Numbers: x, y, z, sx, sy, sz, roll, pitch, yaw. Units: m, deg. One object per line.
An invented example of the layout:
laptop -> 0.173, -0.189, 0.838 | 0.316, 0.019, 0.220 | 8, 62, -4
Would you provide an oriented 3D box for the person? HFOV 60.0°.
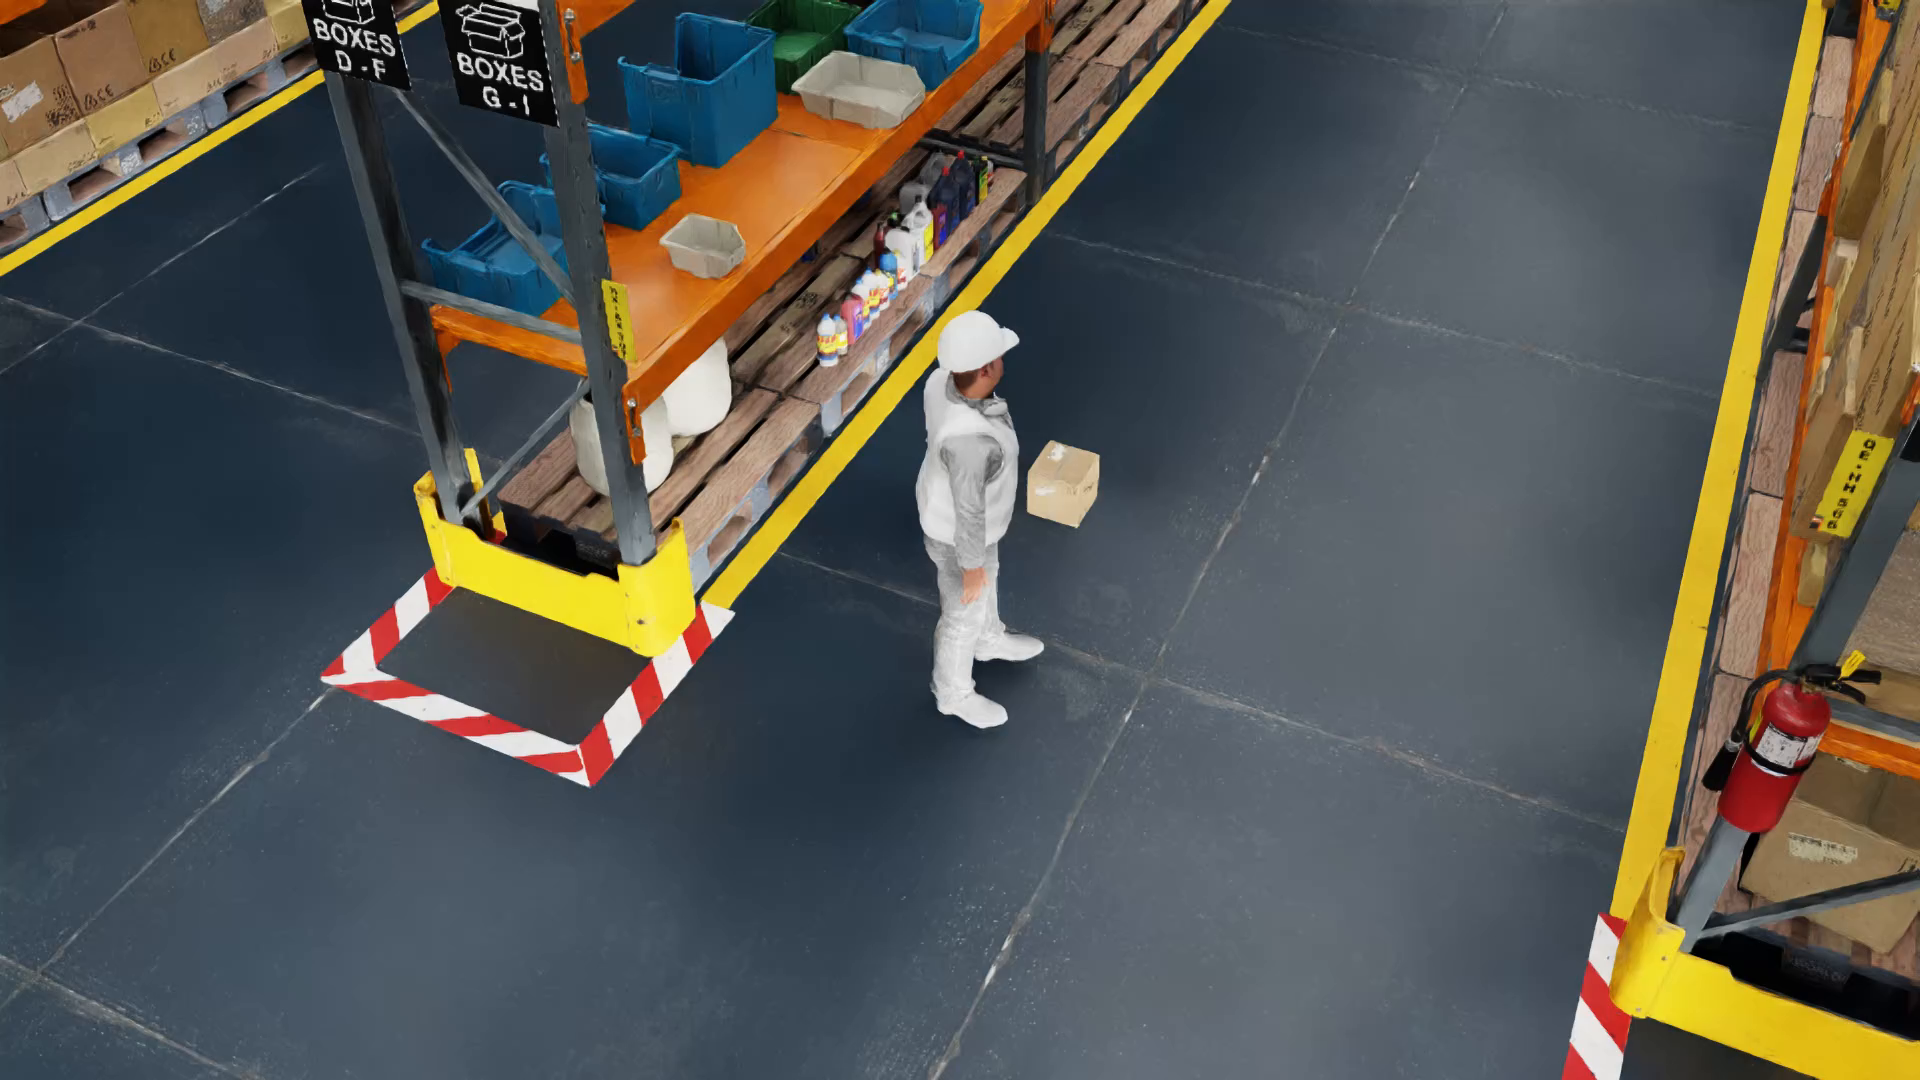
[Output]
person -> 0.101, -0.075, 6.191 | 0.517, 1.781, 0.583 | -4, 42, -5
